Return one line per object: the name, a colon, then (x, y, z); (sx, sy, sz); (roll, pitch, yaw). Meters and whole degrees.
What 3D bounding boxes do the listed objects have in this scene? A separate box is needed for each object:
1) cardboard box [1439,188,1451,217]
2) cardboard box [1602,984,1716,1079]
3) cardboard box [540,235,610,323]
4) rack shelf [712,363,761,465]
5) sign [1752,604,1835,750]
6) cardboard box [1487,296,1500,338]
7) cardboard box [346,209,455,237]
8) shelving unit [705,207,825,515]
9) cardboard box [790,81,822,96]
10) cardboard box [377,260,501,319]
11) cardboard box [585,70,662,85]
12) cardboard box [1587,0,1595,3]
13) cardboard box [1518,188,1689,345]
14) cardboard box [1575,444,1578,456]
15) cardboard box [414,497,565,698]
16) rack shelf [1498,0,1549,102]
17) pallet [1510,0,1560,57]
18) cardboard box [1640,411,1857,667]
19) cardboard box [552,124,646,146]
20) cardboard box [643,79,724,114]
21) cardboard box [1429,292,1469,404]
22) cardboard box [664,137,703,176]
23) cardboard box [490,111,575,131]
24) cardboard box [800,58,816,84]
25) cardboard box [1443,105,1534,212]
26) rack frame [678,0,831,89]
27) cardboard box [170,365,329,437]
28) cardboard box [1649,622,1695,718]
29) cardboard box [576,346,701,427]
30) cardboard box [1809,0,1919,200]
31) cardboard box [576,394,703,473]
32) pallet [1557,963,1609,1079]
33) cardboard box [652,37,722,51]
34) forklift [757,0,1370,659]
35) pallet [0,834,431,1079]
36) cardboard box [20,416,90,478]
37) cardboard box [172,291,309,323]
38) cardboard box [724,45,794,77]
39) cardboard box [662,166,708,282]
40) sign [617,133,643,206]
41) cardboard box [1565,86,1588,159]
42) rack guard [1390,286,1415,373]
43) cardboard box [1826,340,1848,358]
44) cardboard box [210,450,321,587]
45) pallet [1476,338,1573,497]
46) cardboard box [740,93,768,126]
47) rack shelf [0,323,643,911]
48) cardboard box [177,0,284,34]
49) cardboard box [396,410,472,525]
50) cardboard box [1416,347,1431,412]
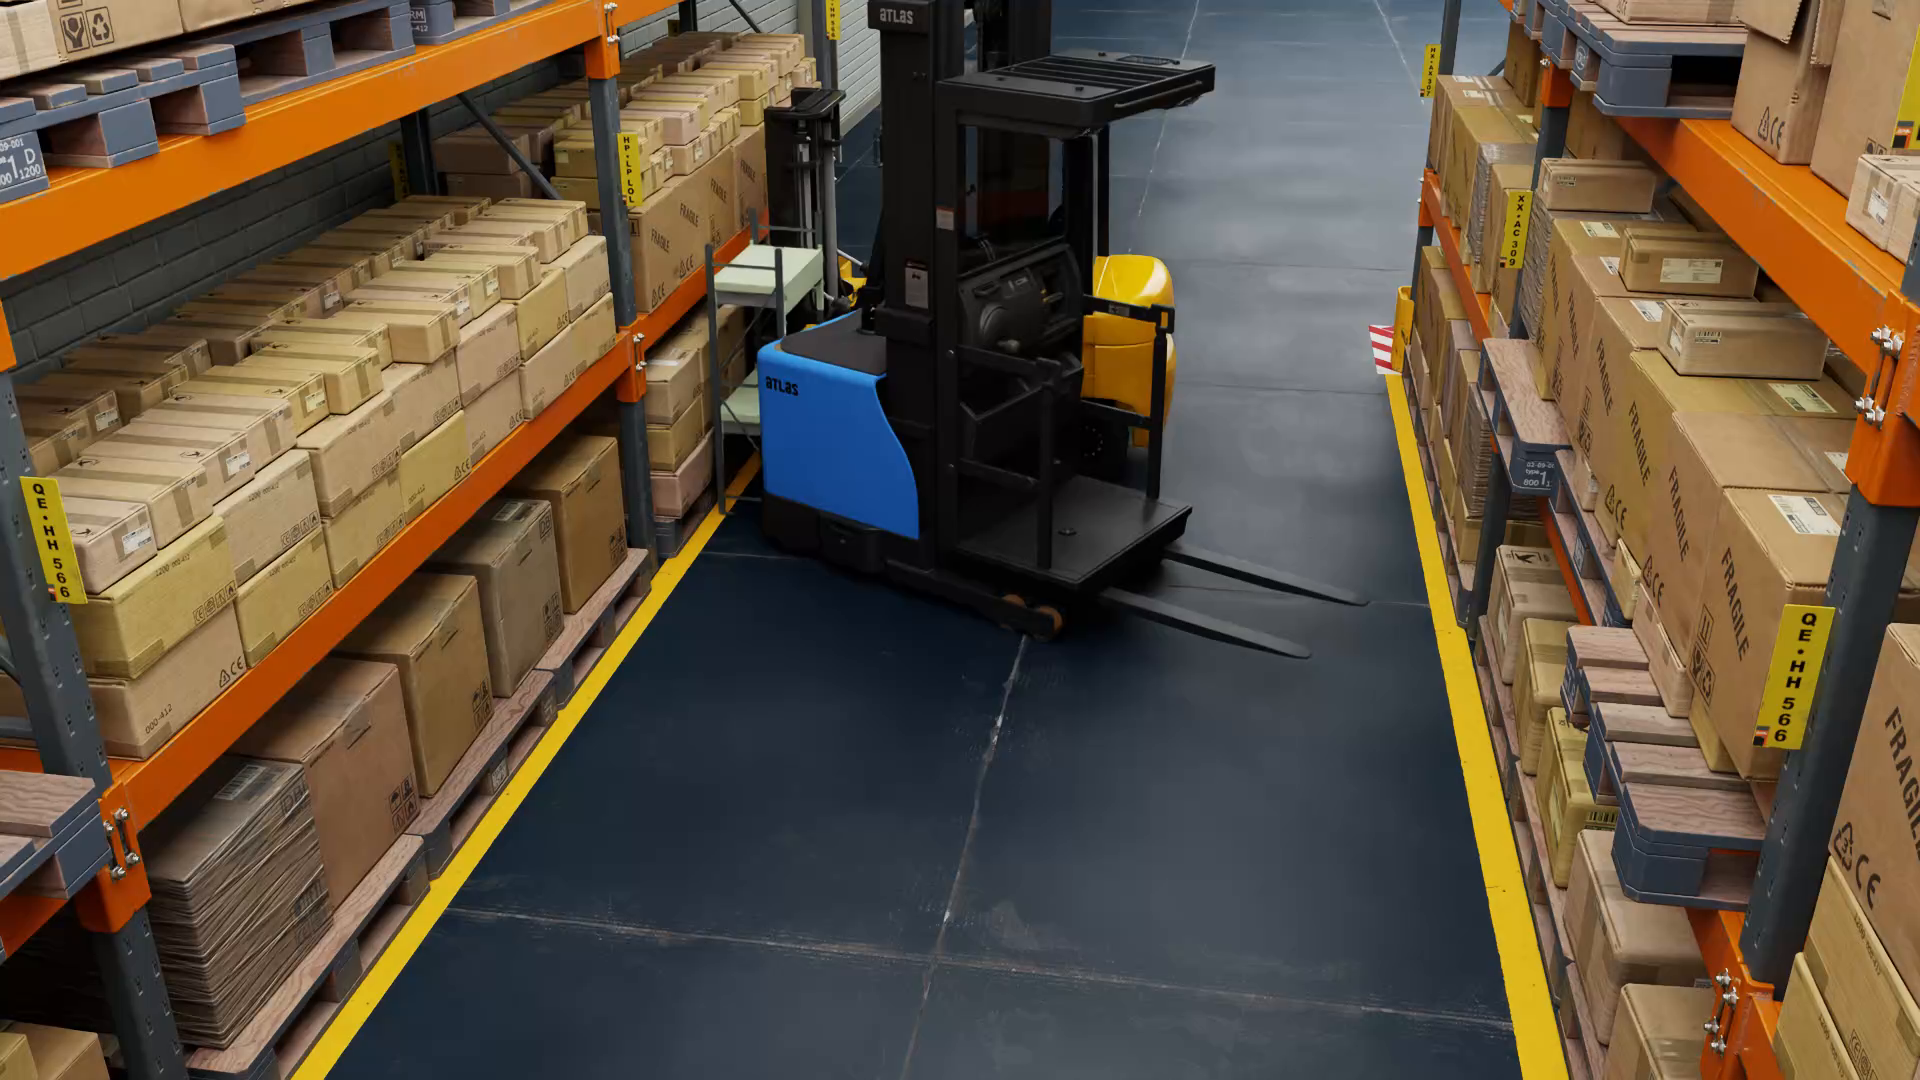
cardboard box: (3.026, -1.989, 9.757); (0.380, 0.149, 0.250); (4, 25, 9)
cardboard box: (2.318, 1.565, 4.473); (0.950, 0.372, 0.625); (2, 25, 5)
cardboard box: (-1.857, -1.150, 7.256); (0.500, 0.250, 0.500); (3, 25, 7)
rack shelf: (-1.034, -0.664, 9.150); (0.431, 0.370, 0.720); (6, 26, 10)
sign: (1.678, 0.278, 3.344); (0.100, 0.325, 0.005); (4, 25, 9)
cardboard box: (2.655, -1.019, 7.685); (0.380, 0.149, 0.250); (5, 25, 10)
cardboard box: (-2.393, -1.313, 7.134); (0.380, 0.149, 0.250); (3, 25, 7)
shelving unit: (-1.029, -0.957, 9.007); (0.431, 1.500, 0.755); (6, 26, 10)
cardboard box: (-1.196, -2.709, 10.881); (0.500, 0.500, 0.500); (3, 25, 7)
cardboard box: (-1.998, -0.963, 6.386); (0.380, 0.149, 0.250); (3, 25, 7)
cardboard box: (-1.921, -2.591, 9.513); (0.380, 0.149, 0.250); (4, 25, 9)
cardboard box: (2.296, -1.924, 5.466); (0.500, 0.250, 0.500); (4, 25, 8)
cardboard box: (2.510, -1.066, 6.526); (0.500, 0.500, 0.500); (5, 25, 10)
cardboard box: (2.321, -0.304, 5.662); (0.380, 0.149, 0.250); (4, 25, 9)
cardboard box: (-2.237, 0.214, 7.061); (0.875, 0.625, 0.625); (4, 25, 8)
rack shelf: (3.196, -2.742, 8.379); (1.077, 0.370, 4.000); (4, 25, 9)
pallet: (2.663, -1.895, 5.943); (1.213, 0.211, 1.003); (4, 25, 9)
cardboard box: (2.089, 0.004, 4.239); (0.500, 0.500, 0.500); (4, 25, 8)
cardboard box: (-1.748, -1.918, 8.076); (0.380, 0.149, 0.250); (4, 25, 9)
cardboard box: (-1.528, -2.451, 9.214); (0.380, 0.149, 0.250); (4, 25, 9)
cardboard box: (2.944, -1.073, 9.368); (0.500, 0.500, 0.500); (5, 25, 10)
cardboard box: (-1.548, -1.986, 8.572); (0.380, 0.149, 0.250); (5, 25, 10)
cardboard box: (-2.162, -2.057, 8.371); (0.380, 0.149, 0.250); (4, 25, 8)
cardboard box: (-1.155, -3.062, 10.871); (0.380, 0.149, 0.250); (4, 25, 9)
cardboard box: (3.008, -2.116, 9.264); (0.500, 0.500, 0.500); (4, 25, 7)
rack frame: (-1.375, -2.888, 11.381); (1.000, 3.000, 0.127); (4, 25, 9)
cardboard box: (-2.239, -0.432, 5.252); (0.380, 0.149, 0.250); (4, 25, 9)
cardboard box: (2.006, 0.345, 4.275); (0.380, 0.149, 0.250); (4, 25, 8)
cardboard box: (-1.640, -0.793, 8.474); (0.500, 0.250, 0.500); (4, 25, 8)
cardboard box: (2.380, -0.999, 3.690); (0.700, 0.500, 0.500); (4, 25, 9)
cardboard box: (-1.645, -0.567, 8.581); (0.500, 0.250, 0.500); (4, 25, 8)
pallet: (2.344, 1.737, 4.790); (1.003, 0.211, 1.213); (4, 25, 9)
cardboard box: (-1.746, -3.129, 10.662); (0.380, 0.149, 0.250); (5, 26, 10)
forklift: (0.461, -1.109, 7.663); (3.031, 2.935, 1.130); (17, 30, 32)
pallet: (-2.509, 1.380, 5.554); (1.003, 0.211, 1.213); (4, 25, 9)
cardboard box: (-2.794, -0.252, 4.867); (0.380, 0.149, 0.250); (4, 25, 8)
cardboard box: (-2.593, -0.787, 6.010); (0.380, 0.149, 0.250); (4, 25, 9)
cardboard box: (-1.251, -2.980, 10.345); (0.380, 0.149, 0.250); (5, 25, 10)
cardboard box: (-1.630, -1.646, 8.611); (0.500, 0.500, 0.500); (4, 25, 9)
sign: (-1.492, -1.670, 7.506); (0.100, 0.325, 0.005); (4, 25, 9)
cardboard box: (3.369, -2.094, 8.038); (0.700, 0.500, 0.500); (3, 25, 7)
rack guard: (3.510, -1.381, 11.111); (1.175, 0.500, 0.348); (4, 25, 9)
cardboard box: (2.765, -0.391, 5.084); (0.500, 0.500, 0.500); (3, 25, 7)
cardboard box: (-2.286, -0.078, 4.966); (0.500, 0.250, 0.500); (5, 26, 10)
pallet: (2.601, -0.476, 6.455); (1.003, 0.211, 1.213); (4, 25, 9)
cardboard box: (-1.341, -2.524, 9.721); (0.380, 0.149, 0.250); (4, 25, 9)
rack shelf: (-2.355, -0.052, 6.172); (1.077, 0.370, 4.000); (4, 25, 9)
cardboard box: (-2.340, -1.685, 4.542); (0.700, 0.500, 0.500); (4, 25, 8)
cardboard box: (-2.118, -0.285, 5.998); (0.500, 0.250, 0.500); (5, 26, 10)
cardboard box: (3.027, -0.959, 10.008); (0.500, 0.250, 0.500); (5, 26, 10)
